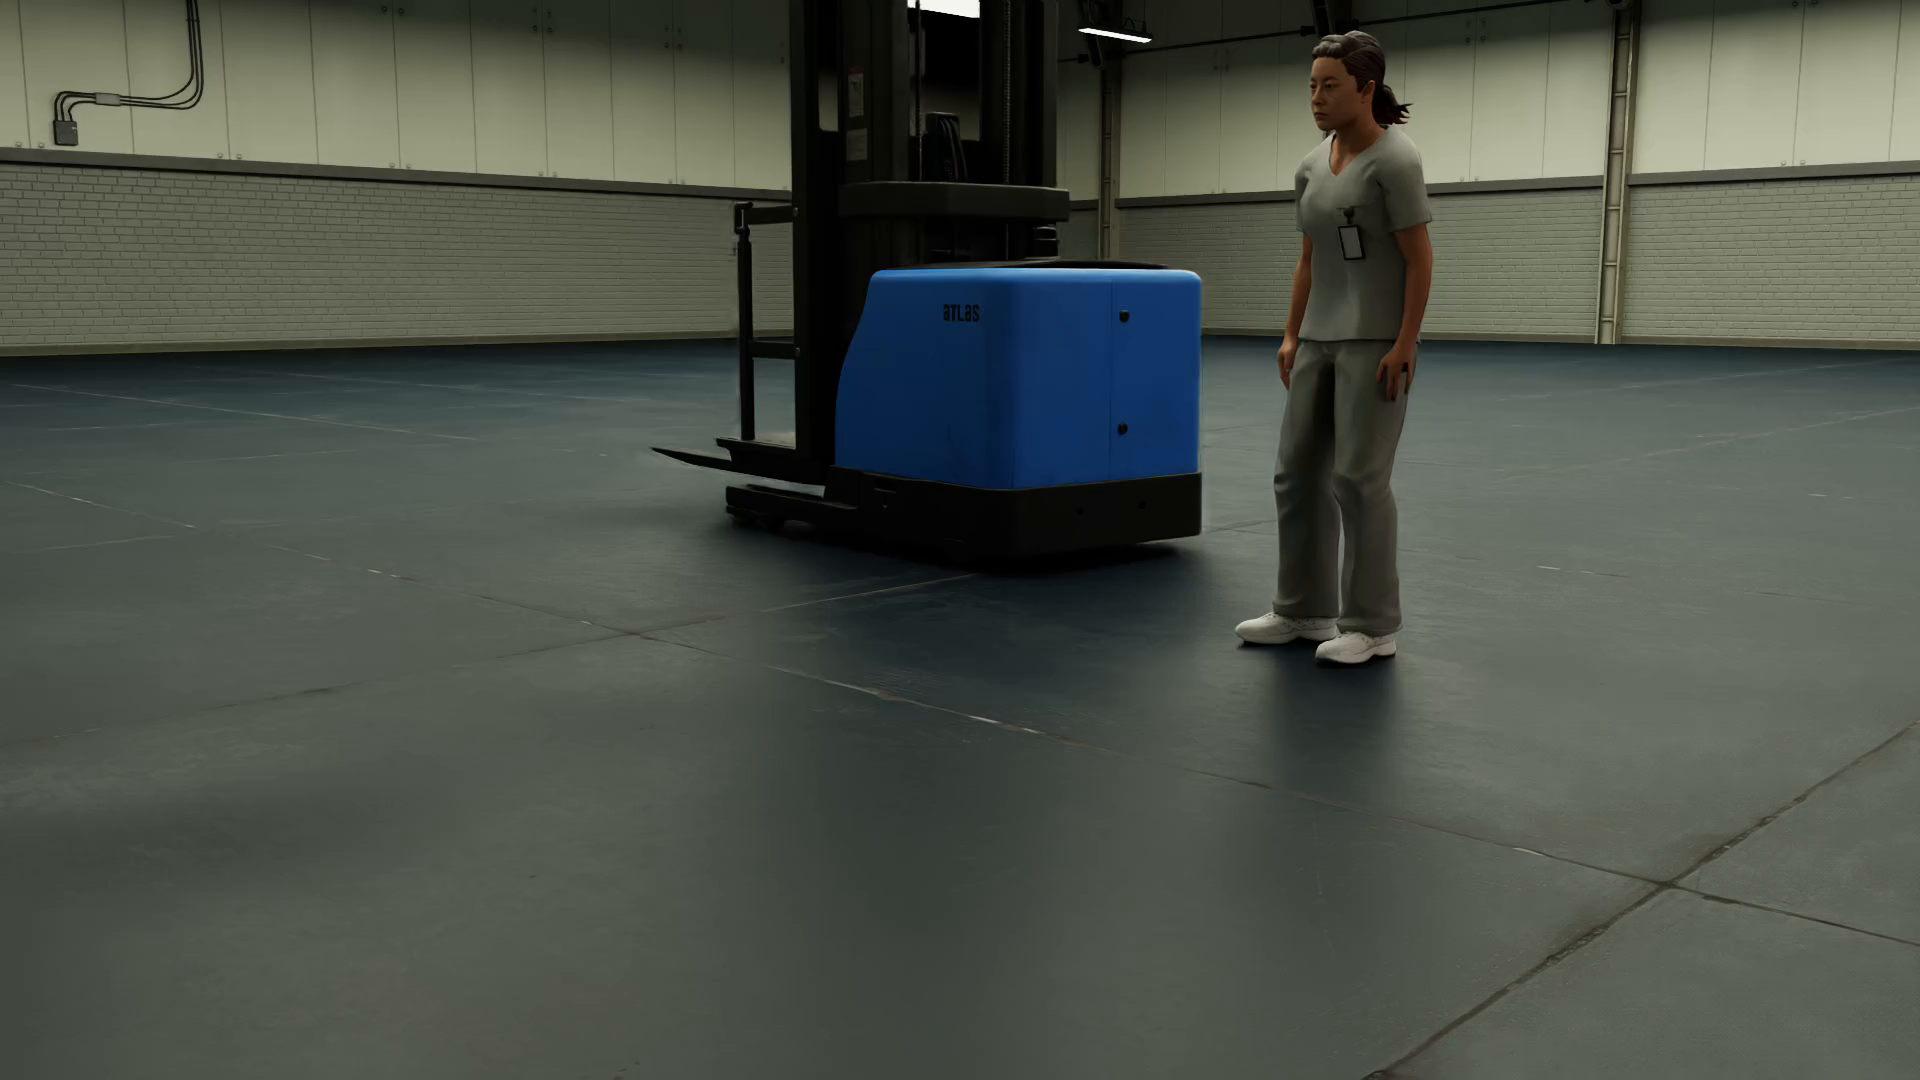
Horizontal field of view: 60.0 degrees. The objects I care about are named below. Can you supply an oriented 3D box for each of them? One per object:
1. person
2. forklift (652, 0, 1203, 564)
[{"bbox_3d":[1.051,-0.515,4.527,0.362,1.671,0.496,-5,10,-30],"label":"person"},{"bbox_3d":[-0.356,-1.536,7.074,1.130,2.935,3.031,-6,11,-36],"label":"forklift"}]
